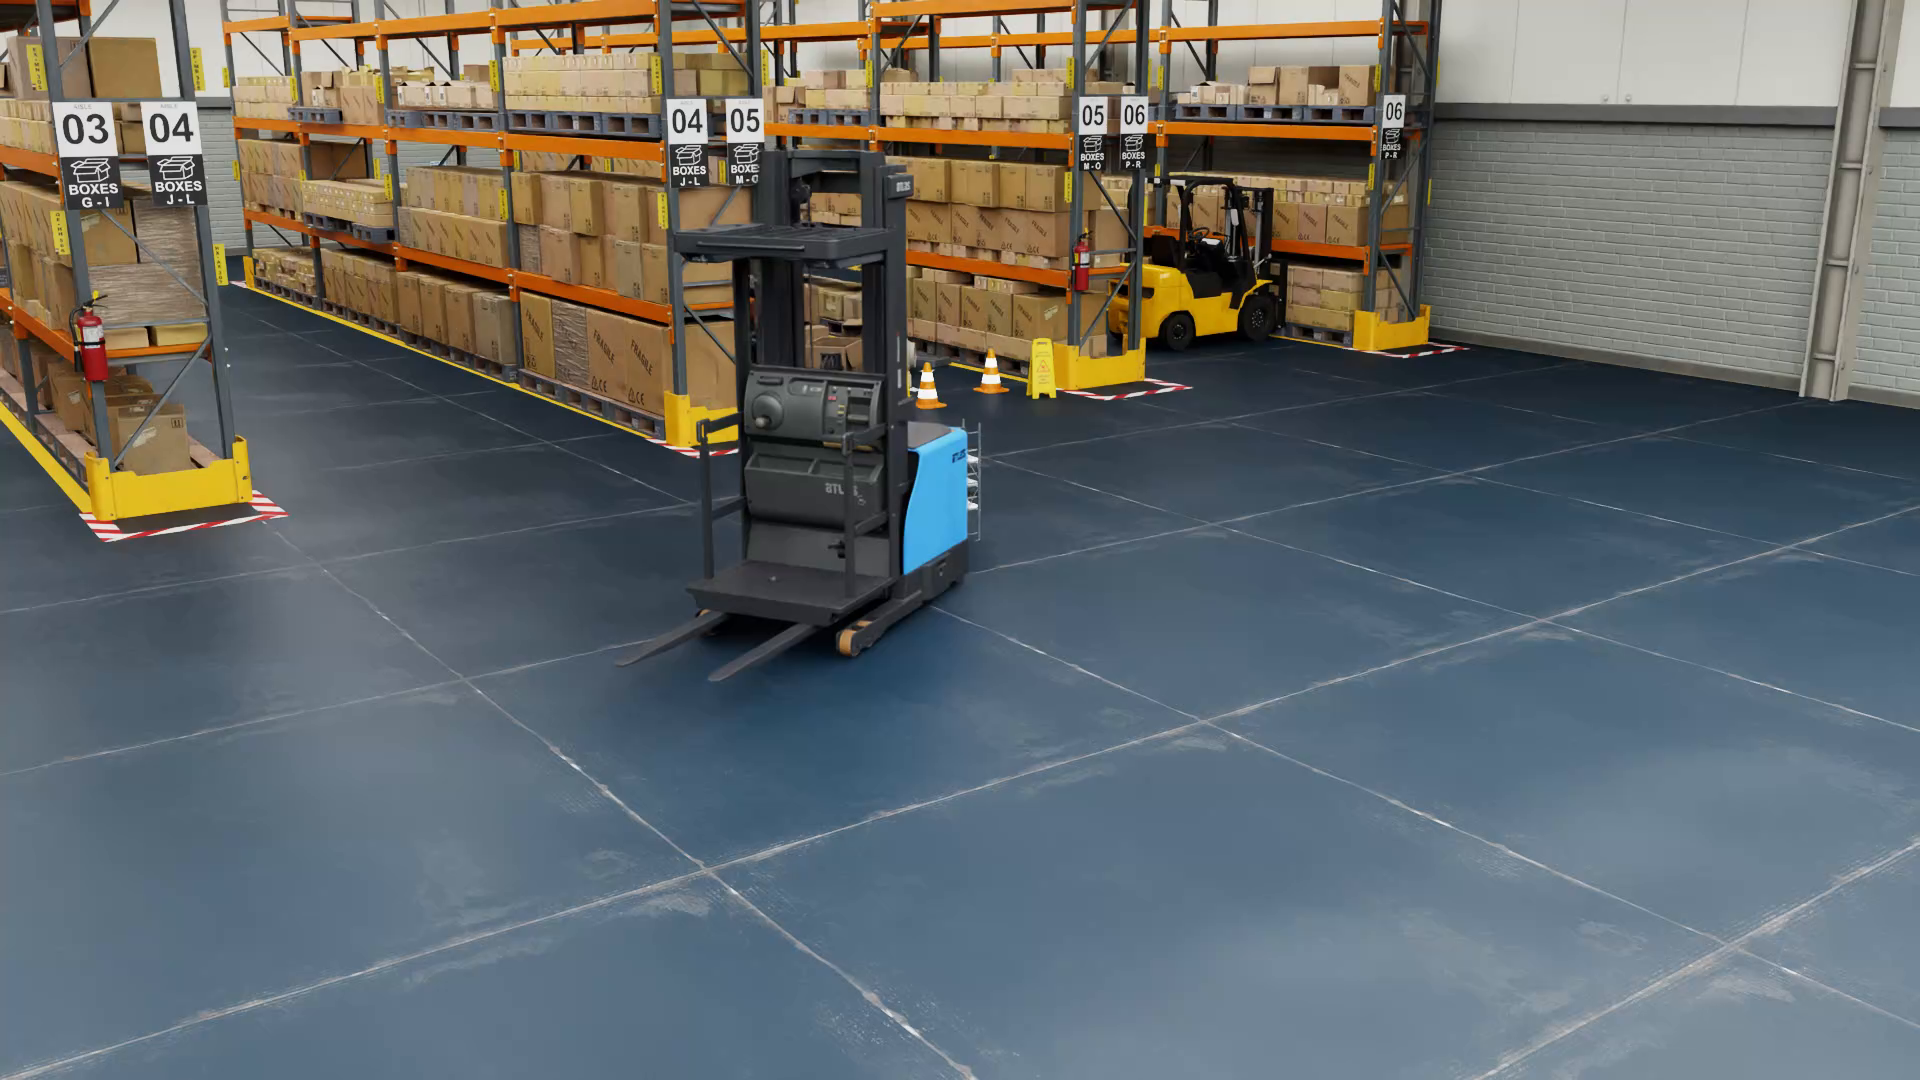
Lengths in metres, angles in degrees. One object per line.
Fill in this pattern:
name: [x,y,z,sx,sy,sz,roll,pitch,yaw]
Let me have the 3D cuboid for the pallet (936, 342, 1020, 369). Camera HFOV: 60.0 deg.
pallet: [0.443,-2.350,20.763,1.003,0.211,1.213,-11,19,-35]

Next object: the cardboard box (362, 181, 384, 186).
cardboard box: [-8.493,-5.156,24.287,0.380,0.149,0.250,-11,19,-35]

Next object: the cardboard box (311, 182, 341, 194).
cardboard box: [-9.173,-5.111,24.122,0.380,0.149,0.250,-11,19,-34]

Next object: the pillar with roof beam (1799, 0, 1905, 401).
pillar with roof beam: [6.028,-5.244,14.689,9.100,9.000,0.400,-11,19,-35]

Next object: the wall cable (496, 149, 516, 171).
wall cable: [-9.952,-8.569,36.279,0.588,1.984,0.122,-11,19,-35]

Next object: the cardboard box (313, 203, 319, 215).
cardboard box: [-9.179,-4.826,24.206,0.380,0.149,0.250,-11,19,-34]

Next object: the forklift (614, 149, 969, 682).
forklift: [-0.999,-0.838,10.087,1.130,2.935,3.031,7,17,23]

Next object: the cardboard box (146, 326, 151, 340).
cardboard box: [-6.472,-1.735,13.707,0.380,0.149,0.250,-11,19,-35]

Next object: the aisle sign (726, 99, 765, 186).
aisle sign: [-2.010,-3.735,15.616,0.394,0.787,0.004,-11,19,-35]

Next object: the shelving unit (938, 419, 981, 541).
shelving unit: [-0.005,-0.436,12.464,0.258,0.900,0.210,-11,19,-35]

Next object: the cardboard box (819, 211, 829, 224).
cardboard box: [-1.702,-4.405,22.667,0.380,0.149,0.250,-11,19,-34]

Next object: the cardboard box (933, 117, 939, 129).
cardboard box: [-0.110,-5.096,20.307,0.380,0.149,0.250,-12,19,-36]

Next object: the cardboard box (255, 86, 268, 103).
cardboard box: [-10.761,-7.019,26.194,0.500,0.250,0.500,-12,19,-37]

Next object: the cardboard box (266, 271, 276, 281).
cardboard box: [-11.220,-4.366,27.449,0.380,0.149,0.250,-11,19,-34]

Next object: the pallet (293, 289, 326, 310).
pallet: [-9.774,-3.805,26.079,1.003,0.211,1.213,-11,19,-35]

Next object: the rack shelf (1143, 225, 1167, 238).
rack shelf: [2.135,-4.945,26.325,1.077,0.370,4.000,-11,19,-35]

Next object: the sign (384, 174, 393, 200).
sign: [-7.432,-4.592,21.629,0.100,0.325,0.005,-11,19,-35]

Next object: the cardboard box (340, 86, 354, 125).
cardboard box: [-8.135,-5.948,22.754,0.500,0.500,0.500,-11,19,-35]

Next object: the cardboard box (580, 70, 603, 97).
cardboard box: [-3.396,-4.494,16.367,0.500,0.250,0.500,-11,19,-35]

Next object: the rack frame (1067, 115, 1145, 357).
rack frame: [1.650,-3.240,18.731,1.000,3.000,0.127,-11,19,-35]

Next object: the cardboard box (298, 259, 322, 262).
cardboard box: [-10.194,-4.330,26.193,0.380,0.149,0.250,-10,18,-33]

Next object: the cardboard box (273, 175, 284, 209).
cardboard box: [-10.459,-5.481,26.166,0.500,0.500,0.500,-11,19,-35]

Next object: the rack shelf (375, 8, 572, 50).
rack shelf: [-5.823,-6.085,19.882,1.077,0.370,4.000,-11,19,-35]

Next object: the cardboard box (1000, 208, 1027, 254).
cardboard box: [0.817,-3.612,19.339,0.500,0.500,0.500,-11,19,-34]

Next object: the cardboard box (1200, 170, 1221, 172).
cardboard box: [3.743,-5.348,24.454,0.380,0.149,0.250,-11,19,-34]

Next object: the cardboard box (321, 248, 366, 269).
cardboard box: [-9.130,-4.172,24.656,0.500,0.250,0.500,-12,19,-37]

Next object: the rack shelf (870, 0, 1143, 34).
rack shelf: [0.474,-6.212,19.595,1.077,0.370,4.000,-11,19,-35]

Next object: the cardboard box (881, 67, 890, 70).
cardboard box: [-1.498,-8.375,29.953,0.396,0.266,0.258,-11,19,-35]

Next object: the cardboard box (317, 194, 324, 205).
cardboard box: [-9.031,-4.916,23.973,0.380,0.149,0.250,-12,19,-37]

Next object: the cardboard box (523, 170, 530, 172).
cardboard box: [-7.708,-6.557,30.663,0.500,0.500,0.500,-11,19,-35]

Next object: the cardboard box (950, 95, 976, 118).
cardboard box: [0.228,-5.150,19.750,0.500,0.250,0.500,-11,19,-34]

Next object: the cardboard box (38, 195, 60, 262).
cardboard box: [-7.188,-2.560,13.602,0.500,0.500,0.500,-11,19,-35]

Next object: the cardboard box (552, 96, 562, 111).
cardboard box: [-3.957,-4.478,17.065,0.380,0.149,0.250,-11,19,-34]

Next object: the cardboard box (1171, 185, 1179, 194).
cardboard box: [3.285,-5.117,24.173,0.380,0.149,0.250,-11,19,-35]

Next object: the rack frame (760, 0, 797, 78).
rack frame: [-3.745,-10.321,33.240,1.000,3.000,0.127,-11,19,-35]

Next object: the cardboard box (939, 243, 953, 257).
cardboard box: [-0.032,-3.581,20.454,0.380,0.149,0.250,-11,19,-34]

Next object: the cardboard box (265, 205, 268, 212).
cardboard box: [-11.216,-5.477,27.382,0.380,0.149,0.250,-10,18,-32]

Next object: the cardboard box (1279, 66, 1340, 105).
cardboard box: [4.684,-6.048,22.134,0.700,0.500,0.500,-11,19,-34]

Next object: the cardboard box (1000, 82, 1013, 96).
cardboard box: [0.681,-5.205,19.193,0.380,0.149,0.250,-11,19,-35]

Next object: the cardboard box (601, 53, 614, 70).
cardboard box: [-3.217,-4.593,15.975,0.380,0.149,0.250,-10,18,-34]

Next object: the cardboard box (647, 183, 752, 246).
cardboard box: [-2.482,-3.128,15.994,0.875,0.550,0.550,-11,19,-35]

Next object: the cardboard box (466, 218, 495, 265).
cardboard box: [-5.467,-3.530,19.602,0.500,0.500,0.500,-11,19,-35]

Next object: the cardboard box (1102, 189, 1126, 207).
cardboard box: [2.507,-5.208,25.259,0.500,0.250,0.500,-11,19,-36]

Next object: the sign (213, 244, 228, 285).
sign: [-5.927,-2.203,13.304,0.100,0.325,0.005,-11,19,-35]

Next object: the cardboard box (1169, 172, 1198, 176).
cardboard box: [3.258,-5.256,24.114,0.380,0.149,0.250,-10,18,-33]

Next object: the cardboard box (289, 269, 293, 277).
cardboard box: [-10.509,-4.292,26.617,0.380,0.149,0.250,-12,19,-37]

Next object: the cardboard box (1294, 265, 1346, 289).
cardboard box: [4.835,-3.528,22.302,0.500,0.250,0.500,-10,18,-34]

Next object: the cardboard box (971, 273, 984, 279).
cardboard box: [0.163,-3.139,21.355,0.500,0.500,0.500,-10,18,-34]

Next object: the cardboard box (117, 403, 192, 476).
cardboard box: [-6.720,-0.834,13.882,0.500,0.500,0.500,-7,17,-24]

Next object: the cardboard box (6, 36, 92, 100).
cardboard box: [-7.482,-3.873,13.662,0.500,0.500,0.500,-11,19,-35]

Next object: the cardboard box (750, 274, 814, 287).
cardboard box: [-2.730,-3.761,24.817,0.950,0.372,0.625,-12,20,-38]

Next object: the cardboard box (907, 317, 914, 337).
cardboard box: [-0.574,-2.802,21.546,0.500,0.250,0.500,-12,19,-37]

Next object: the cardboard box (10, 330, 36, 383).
cardboard box: [-9.985,-2.040,18.249,0.700,0.500,0.500,-9,18,-30]

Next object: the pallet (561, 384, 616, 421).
pallet: [-3.541,-1.524,17.743,1.003,0.211,1.213,-11,19,-35]

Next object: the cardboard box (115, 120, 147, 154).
cardboard box: [-6.440,-3.219,13.257,0.500,0.250,0.500,-10,18,-33]

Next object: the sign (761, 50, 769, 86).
sign: [-1.842,-4.441,15.633,0.100,0.325,0.005,-11,19,-35]
